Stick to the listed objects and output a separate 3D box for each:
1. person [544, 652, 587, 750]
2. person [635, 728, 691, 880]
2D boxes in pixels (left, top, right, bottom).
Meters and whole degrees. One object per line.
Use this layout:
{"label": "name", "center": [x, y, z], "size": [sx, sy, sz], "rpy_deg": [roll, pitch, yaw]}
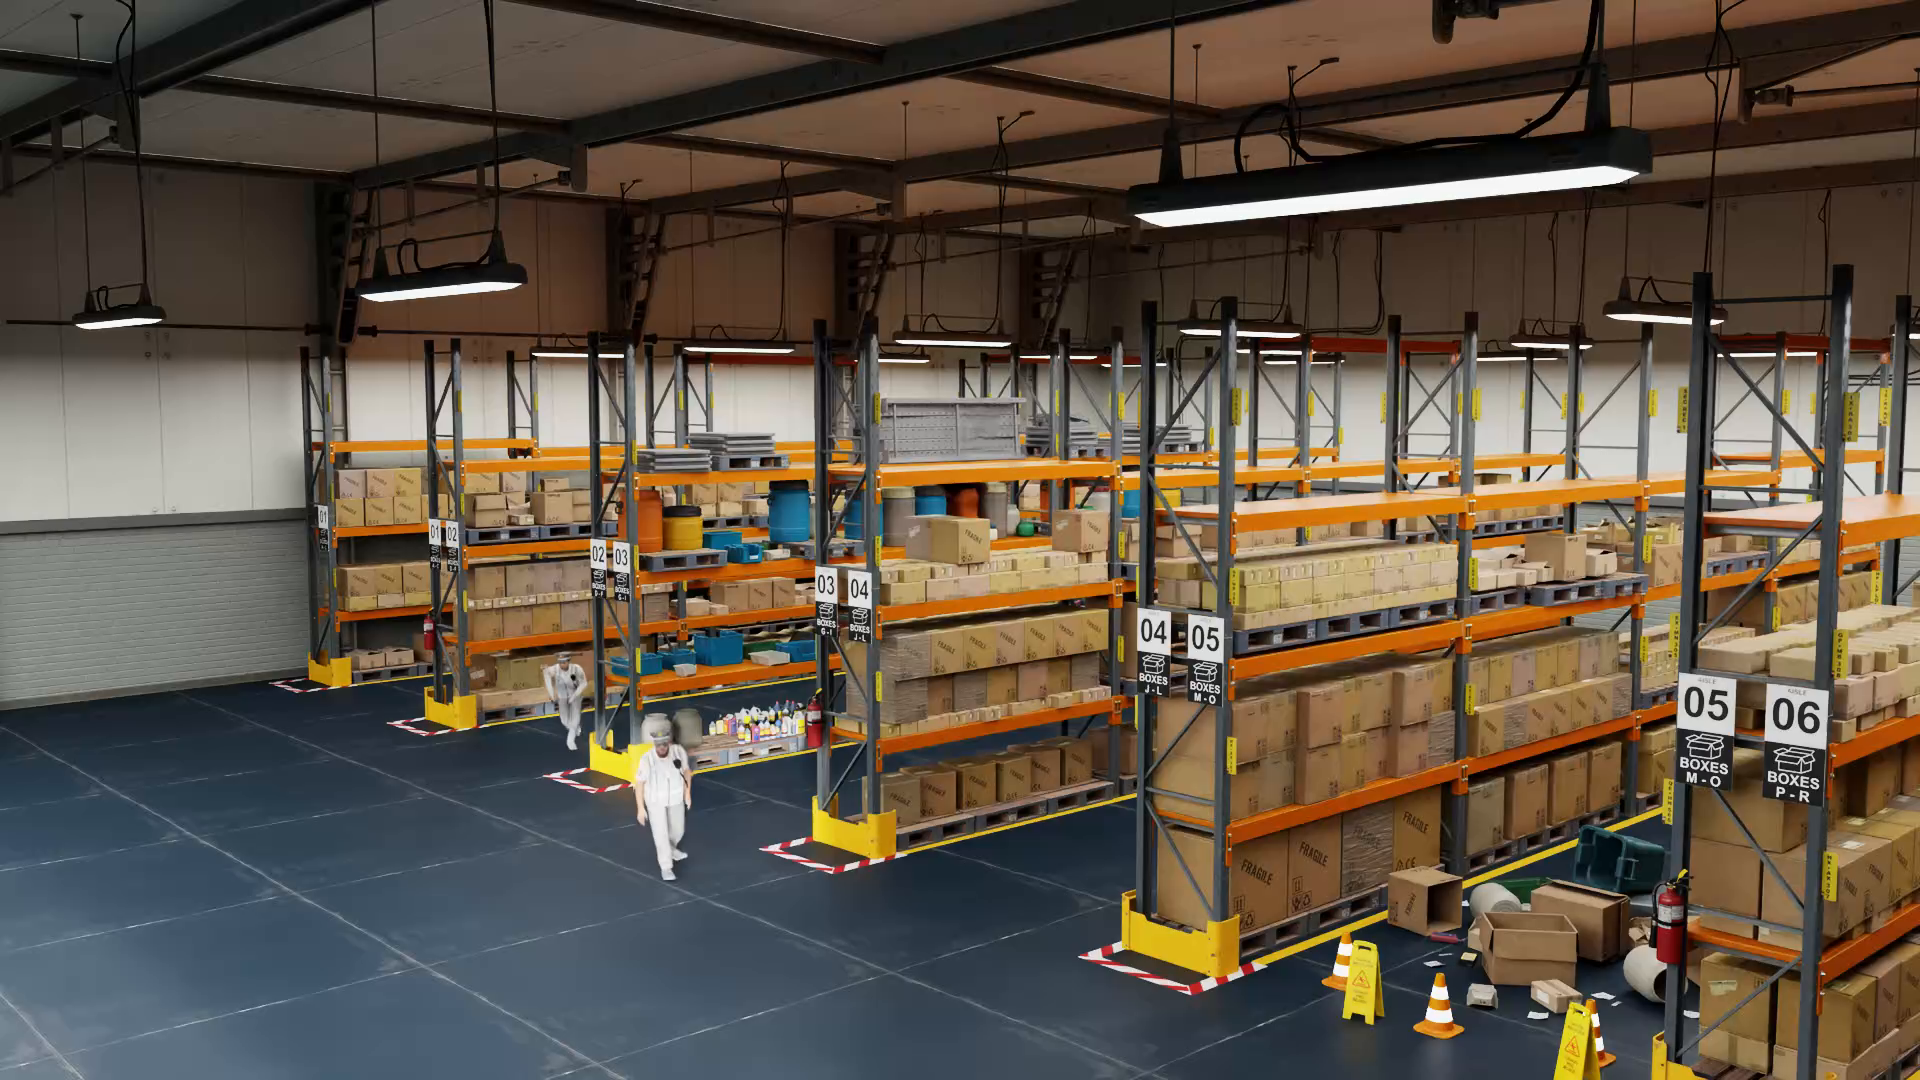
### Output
{"label": "person", "center": [-5.717, 2.321, 24.148], "size": [0.636, 1.480, 0.822], "rpy_deg": [0, 5, -3]}
{"label": "person", "center": [-3.212, 2.776, 17.955], "size": [0.663, 1.630, 0.896], "rpy_deg": [-2, 6, -24]}
